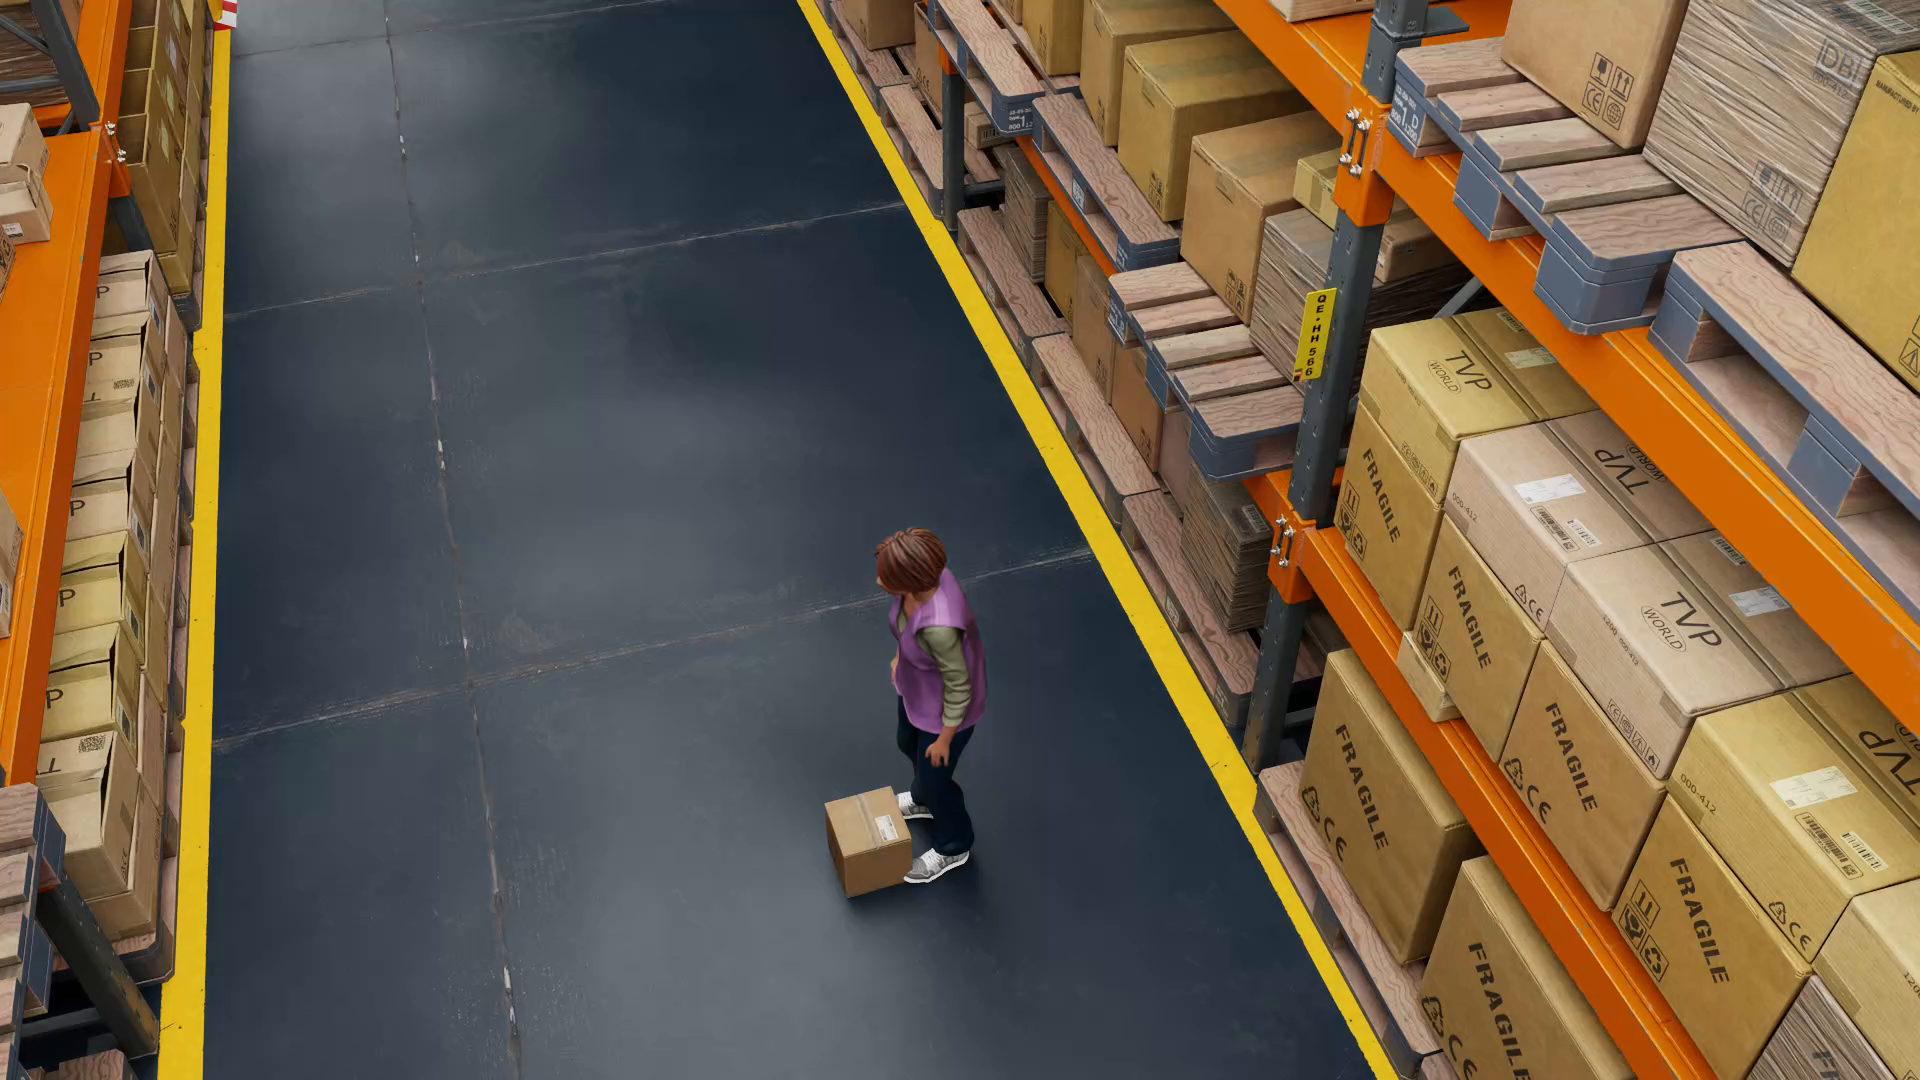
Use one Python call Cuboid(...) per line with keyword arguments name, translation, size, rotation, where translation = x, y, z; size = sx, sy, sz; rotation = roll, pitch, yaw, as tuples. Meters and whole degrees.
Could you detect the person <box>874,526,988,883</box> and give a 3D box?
Cuboid(name="person", translation=(-0.101, 0.545, 5.590), size=(0.347, 1.582, 0.477), rotation=(-13, 44, -14))
